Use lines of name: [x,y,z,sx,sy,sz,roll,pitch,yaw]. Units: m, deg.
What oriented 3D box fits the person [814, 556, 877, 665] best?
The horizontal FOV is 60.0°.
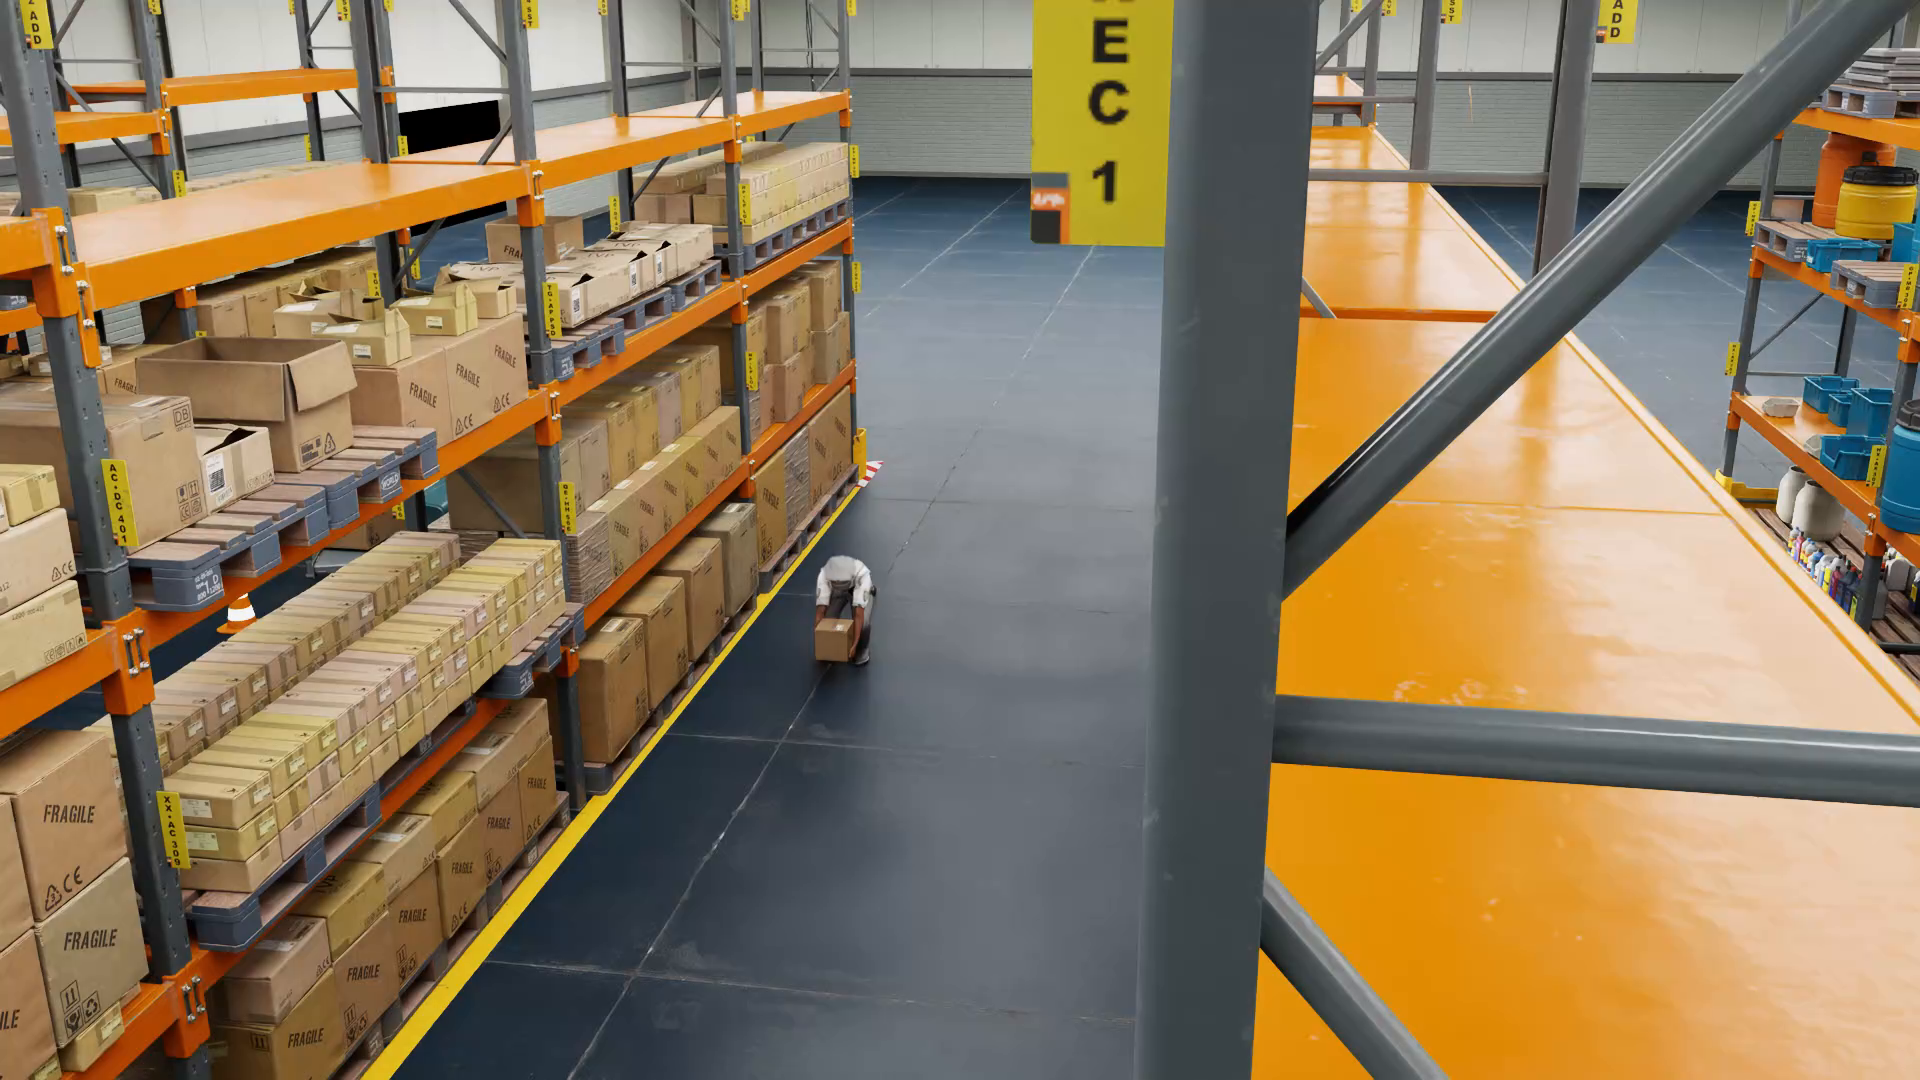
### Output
person: [-0.906,0.513,13.041,0.456,0.977,0.874,2,18,8]
